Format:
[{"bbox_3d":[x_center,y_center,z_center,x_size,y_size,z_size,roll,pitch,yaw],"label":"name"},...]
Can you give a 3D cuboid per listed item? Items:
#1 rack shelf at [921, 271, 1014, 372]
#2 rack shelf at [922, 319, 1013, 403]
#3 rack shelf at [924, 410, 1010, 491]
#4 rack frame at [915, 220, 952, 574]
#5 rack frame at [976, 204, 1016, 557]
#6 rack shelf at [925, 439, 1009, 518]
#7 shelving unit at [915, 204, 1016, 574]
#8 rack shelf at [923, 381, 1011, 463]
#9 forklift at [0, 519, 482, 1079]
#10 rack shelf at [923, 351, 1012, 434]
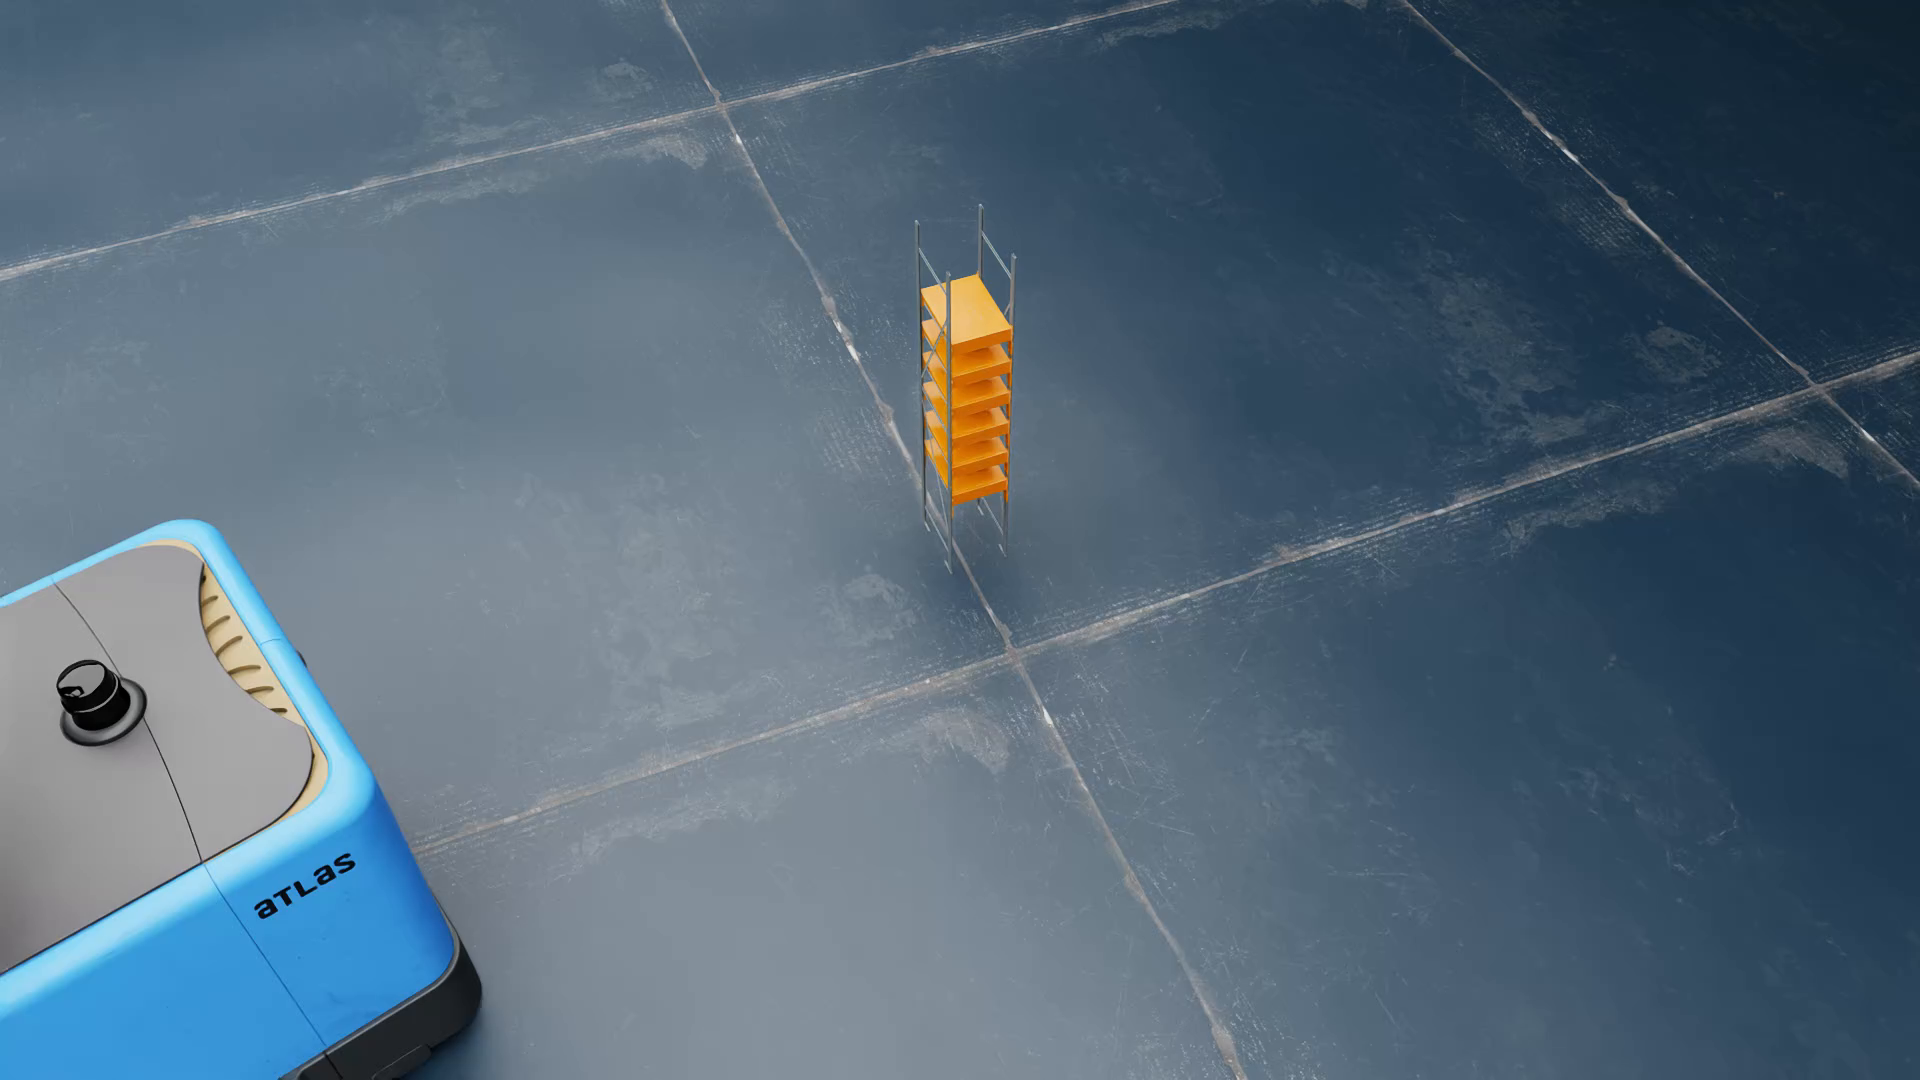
[{"bbox_3d":[0.013,-0.601,4.559,0.180,0.103,0.258,-17,52,-14],"label":"rack shelf"},{"bbox_3d":[0.013,-0.522,4.650,0.180,0.103,0.258,-17,52,-14],"label":"rack shelf"},{"bbox_3d":[0.013,-0.288,4.923,0.180,0.103,0.258,-17,52,-14],"label":"rack shelf"},{"bbox_3d":[-0.071,-0.369,4.776,0.006,1.200,0.240,-17,52,-14],"label":"rack frame"},{"bbox_3d":[0.098,-0.421,4.821,0.006,1.200,0.240,-17,52,-14],"label":"rack frame"},{"bbox_3d":[0.013,-0.210,5.014,0.180,0.103,0.258,-17,52,-14],"label":"rack shelf"},{"bbox_3d":[0.013,-0.395,4.798,0.189,1.200,0.258,-17,52,-14],"label":"shelving unit"},{"bbox_3d":[0.013,-0.366,4.832,0.180,0.103,0.258,-17,52,-14],"label":"rack shelf"},{"bbox_3d":[-2.677,0.642,2.767,3.031,2.935,1.130,-30,56,-23],"label":"forklift"},{"bbox_3d":[0.013,-0.444,4.741,0.180,0.103,0.258,-17,52,-14],"label":"rack shelf"}]
